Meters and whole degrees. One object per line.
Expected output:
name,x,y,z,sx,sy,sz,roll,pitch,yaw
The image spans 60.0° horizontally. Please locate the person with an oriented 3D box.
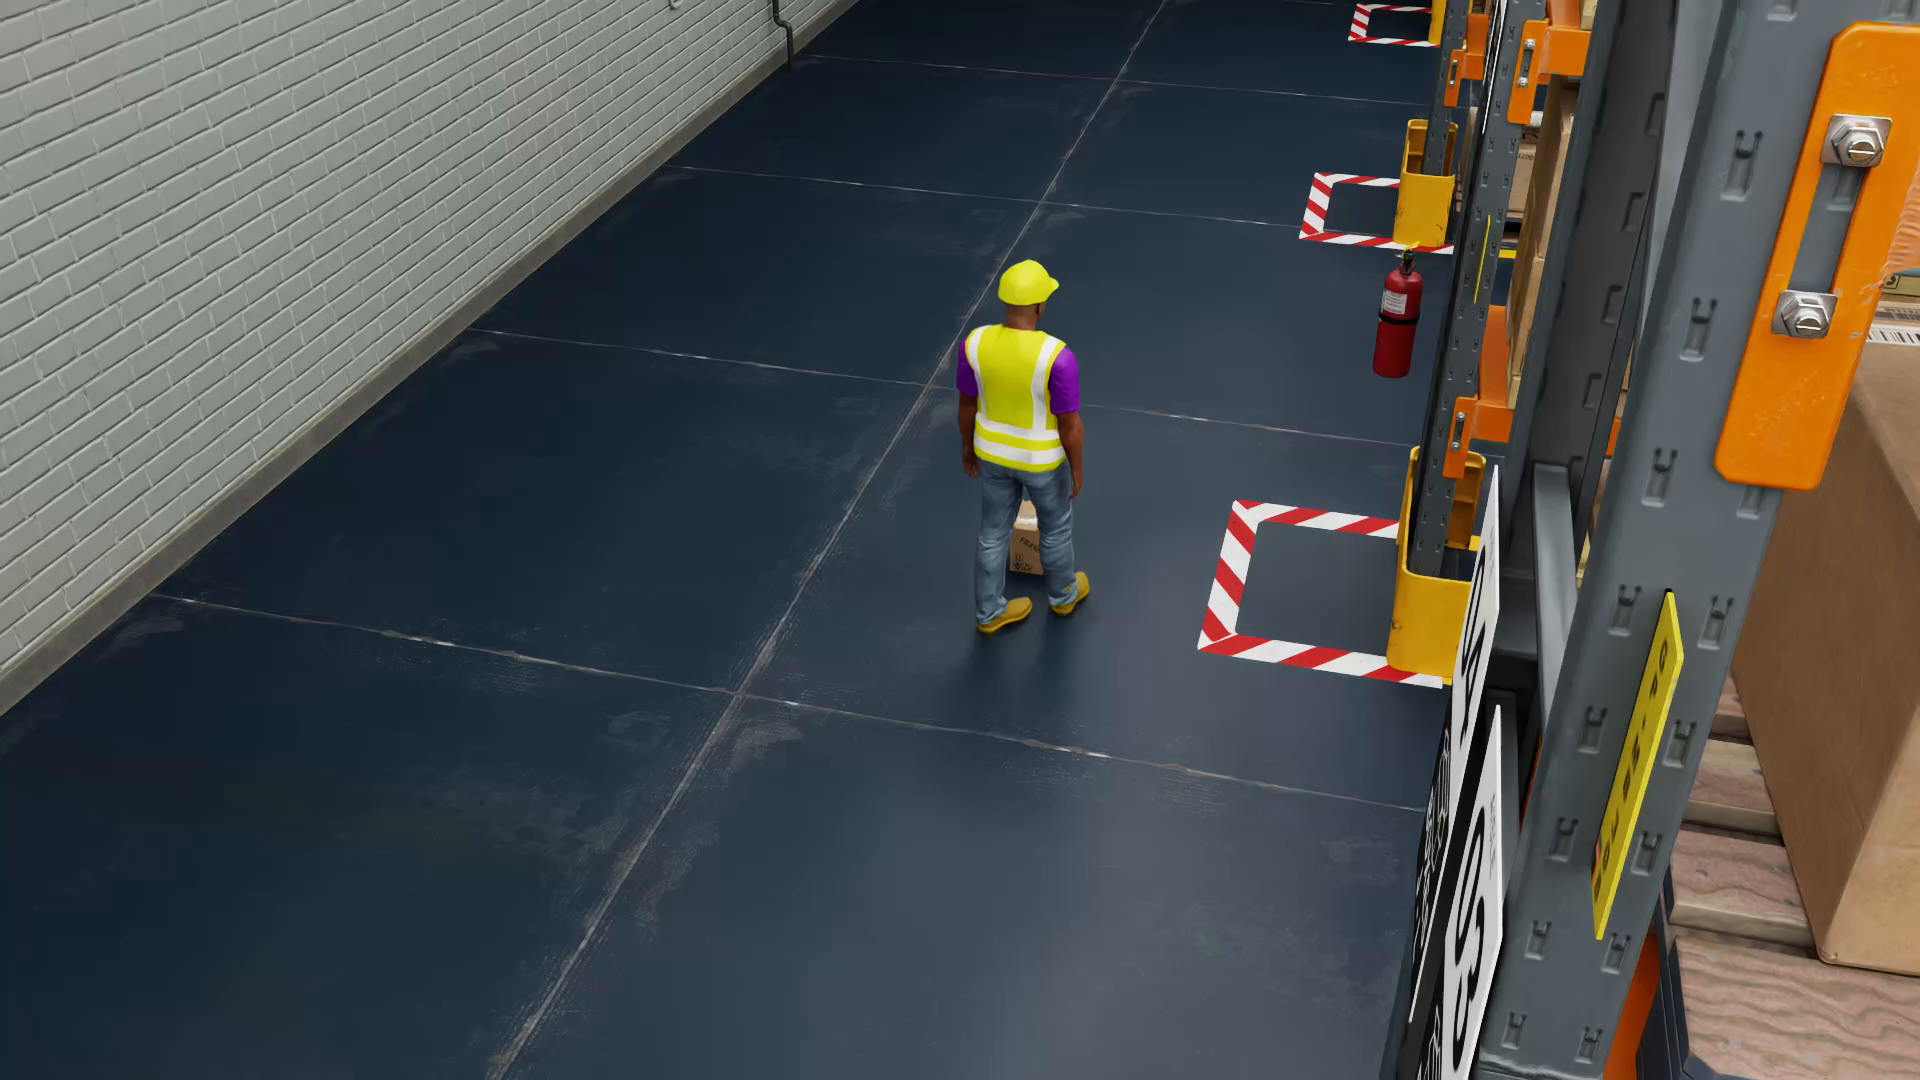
person,0.314,-0.413,7.289,0.575,1.726,0.612,15,35,22
